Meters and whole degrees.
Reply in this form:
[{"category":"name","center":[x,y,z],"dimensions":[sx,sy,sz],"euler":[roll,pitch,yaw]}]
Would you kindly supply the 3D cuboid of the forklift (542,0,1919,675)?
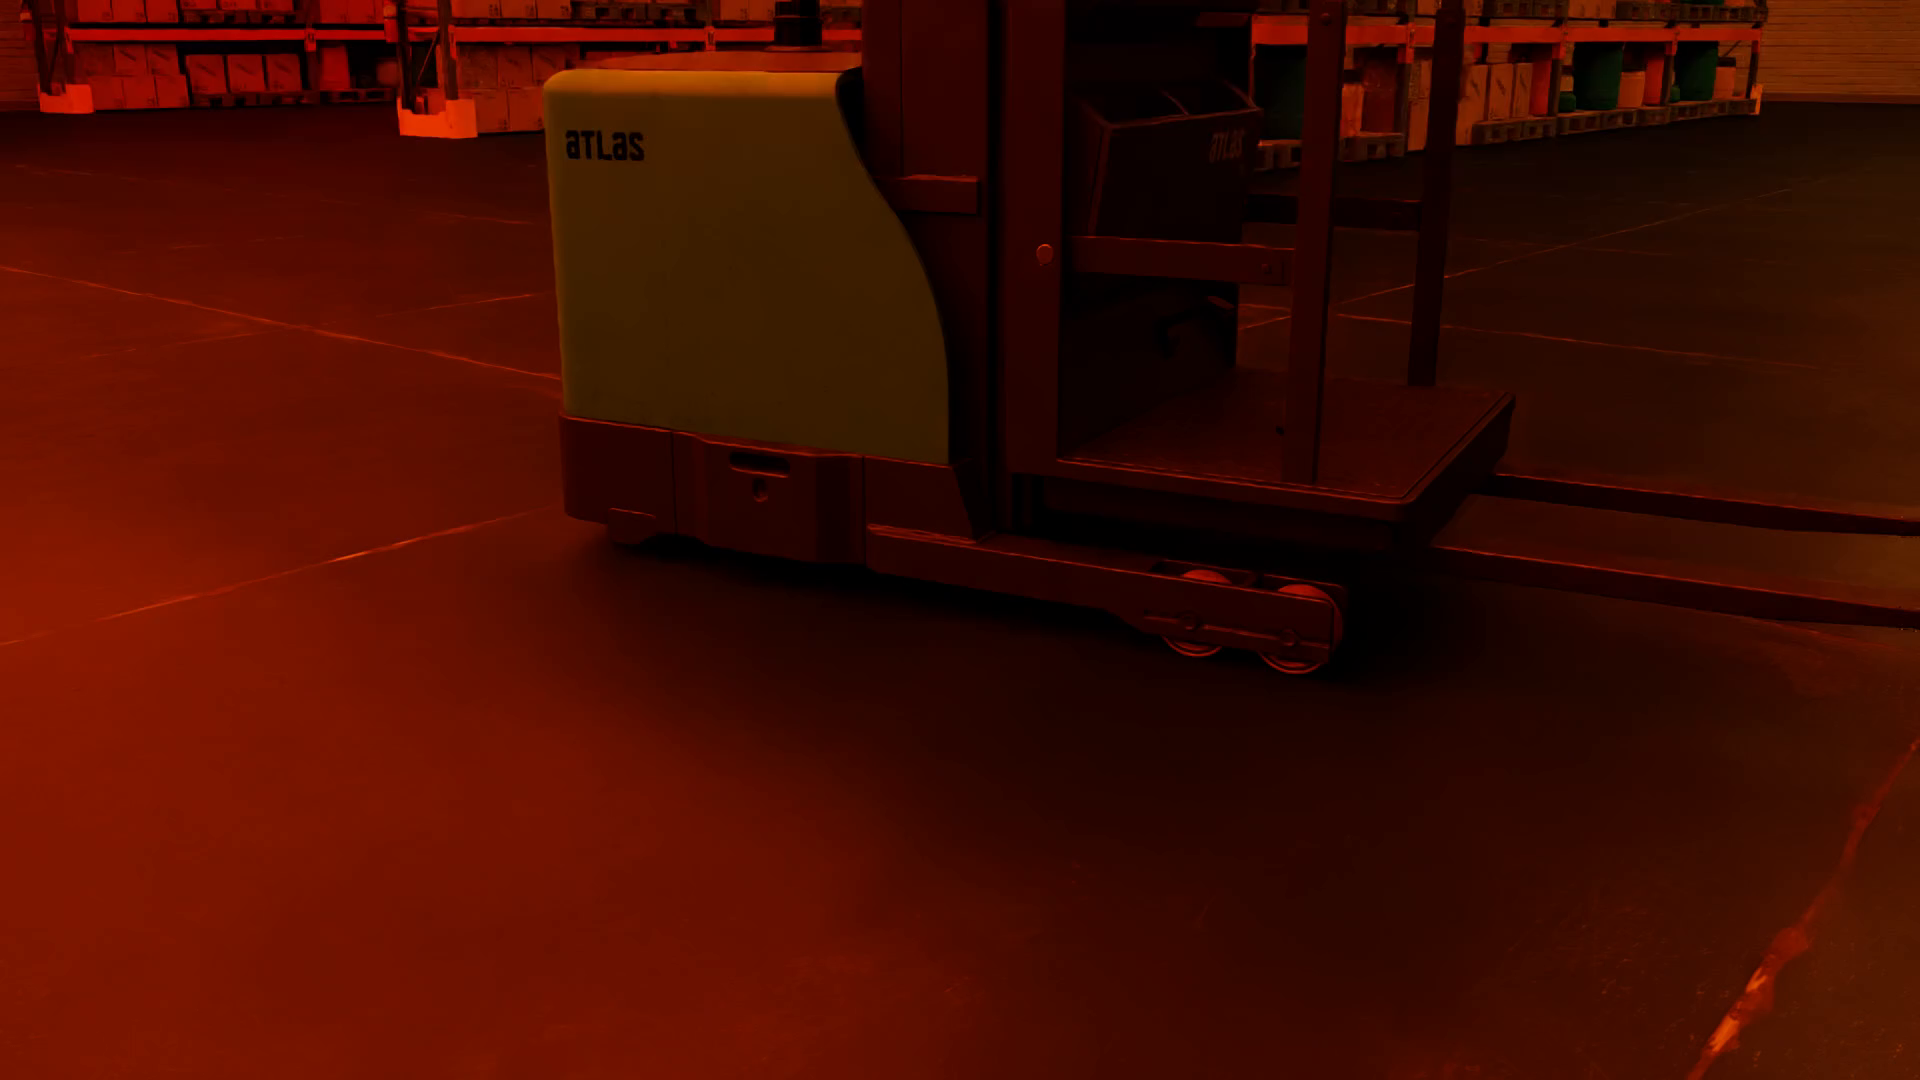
[{"category":"forklift","center":[0.615,-1.327,3.267],"dimensions":[3.031,2.935,1.130],"euler":[9,19,26]}]
